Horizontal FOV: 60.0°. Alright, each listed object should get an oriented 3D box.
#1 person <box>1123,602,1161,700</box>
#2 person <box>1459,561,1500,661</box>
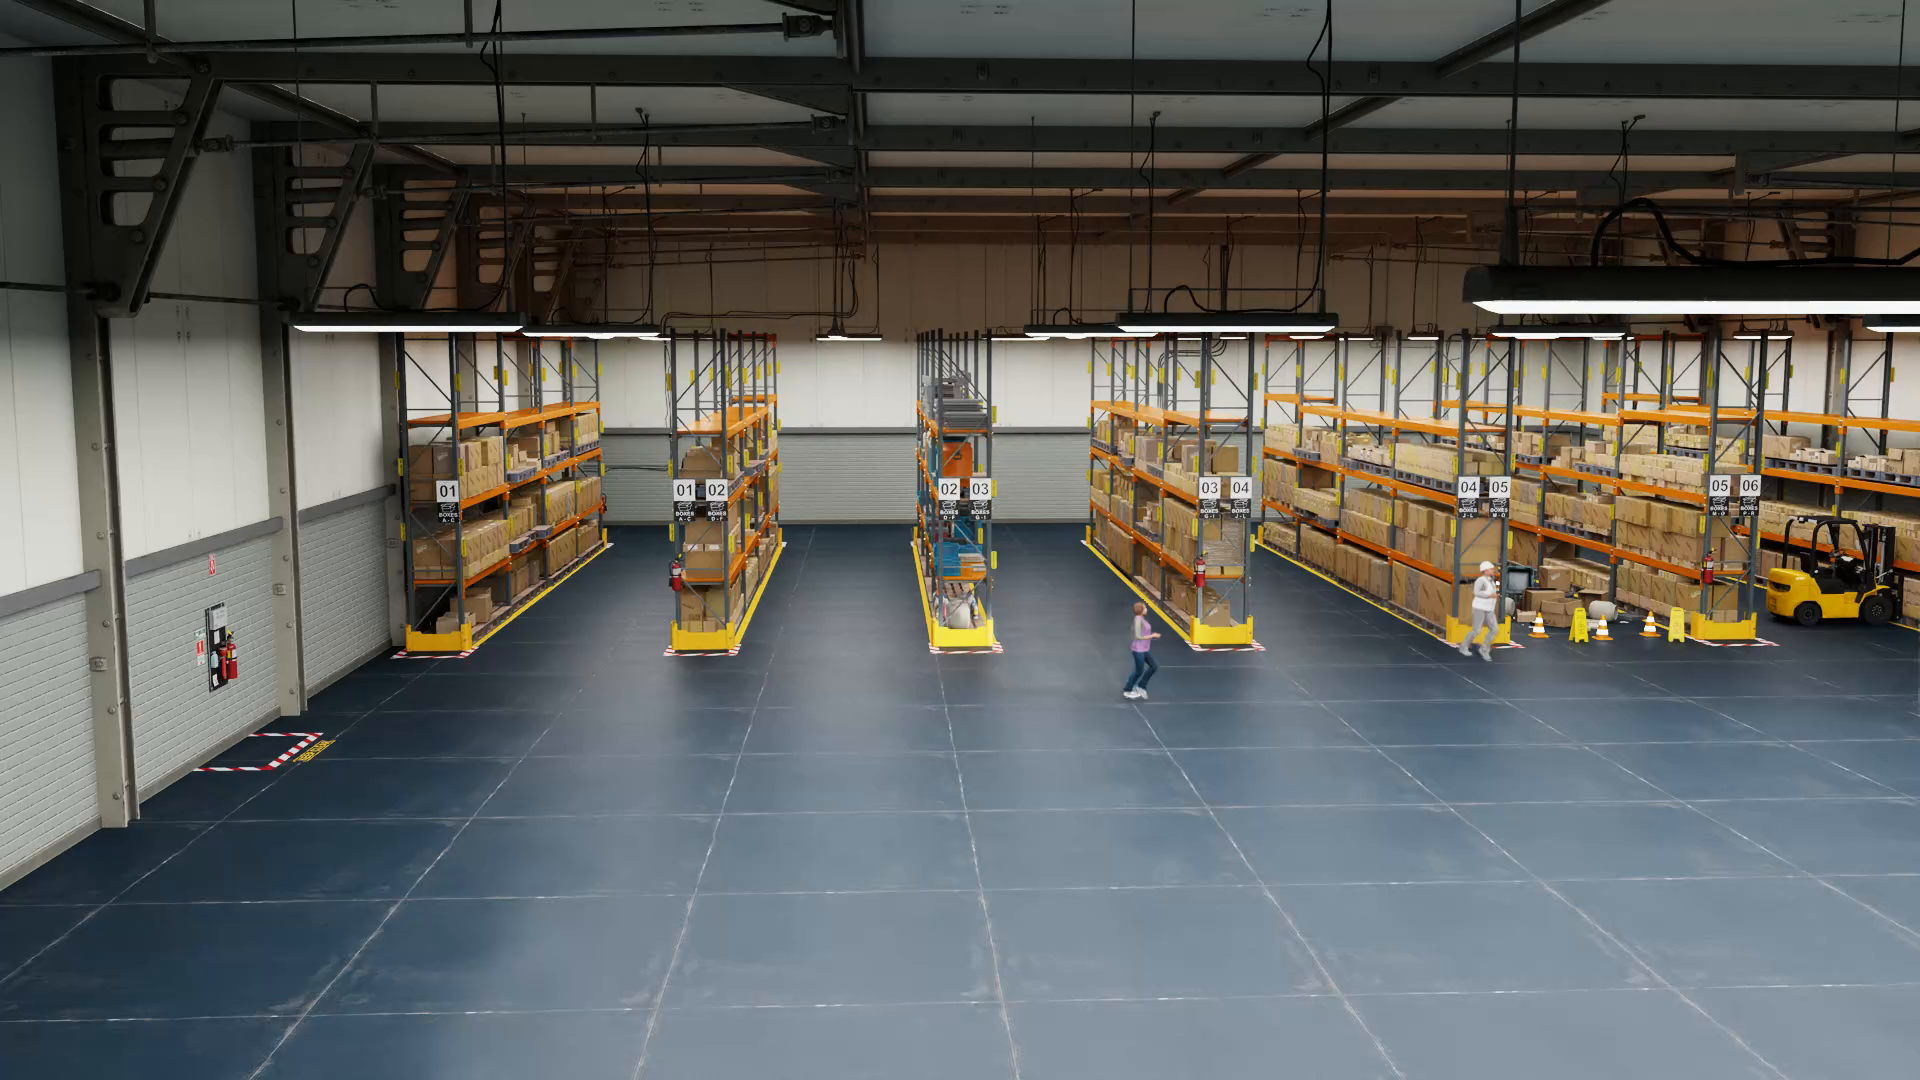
[{"bbox_3d":[2.939,1.789,26.741,0.625,1.604,0.515,3,7,21],"label":"person"},{"bbox_3d":[9.553,1.299,30.339,0.651,1.821,0.709,-6,9,-40],"label":"person"}]
